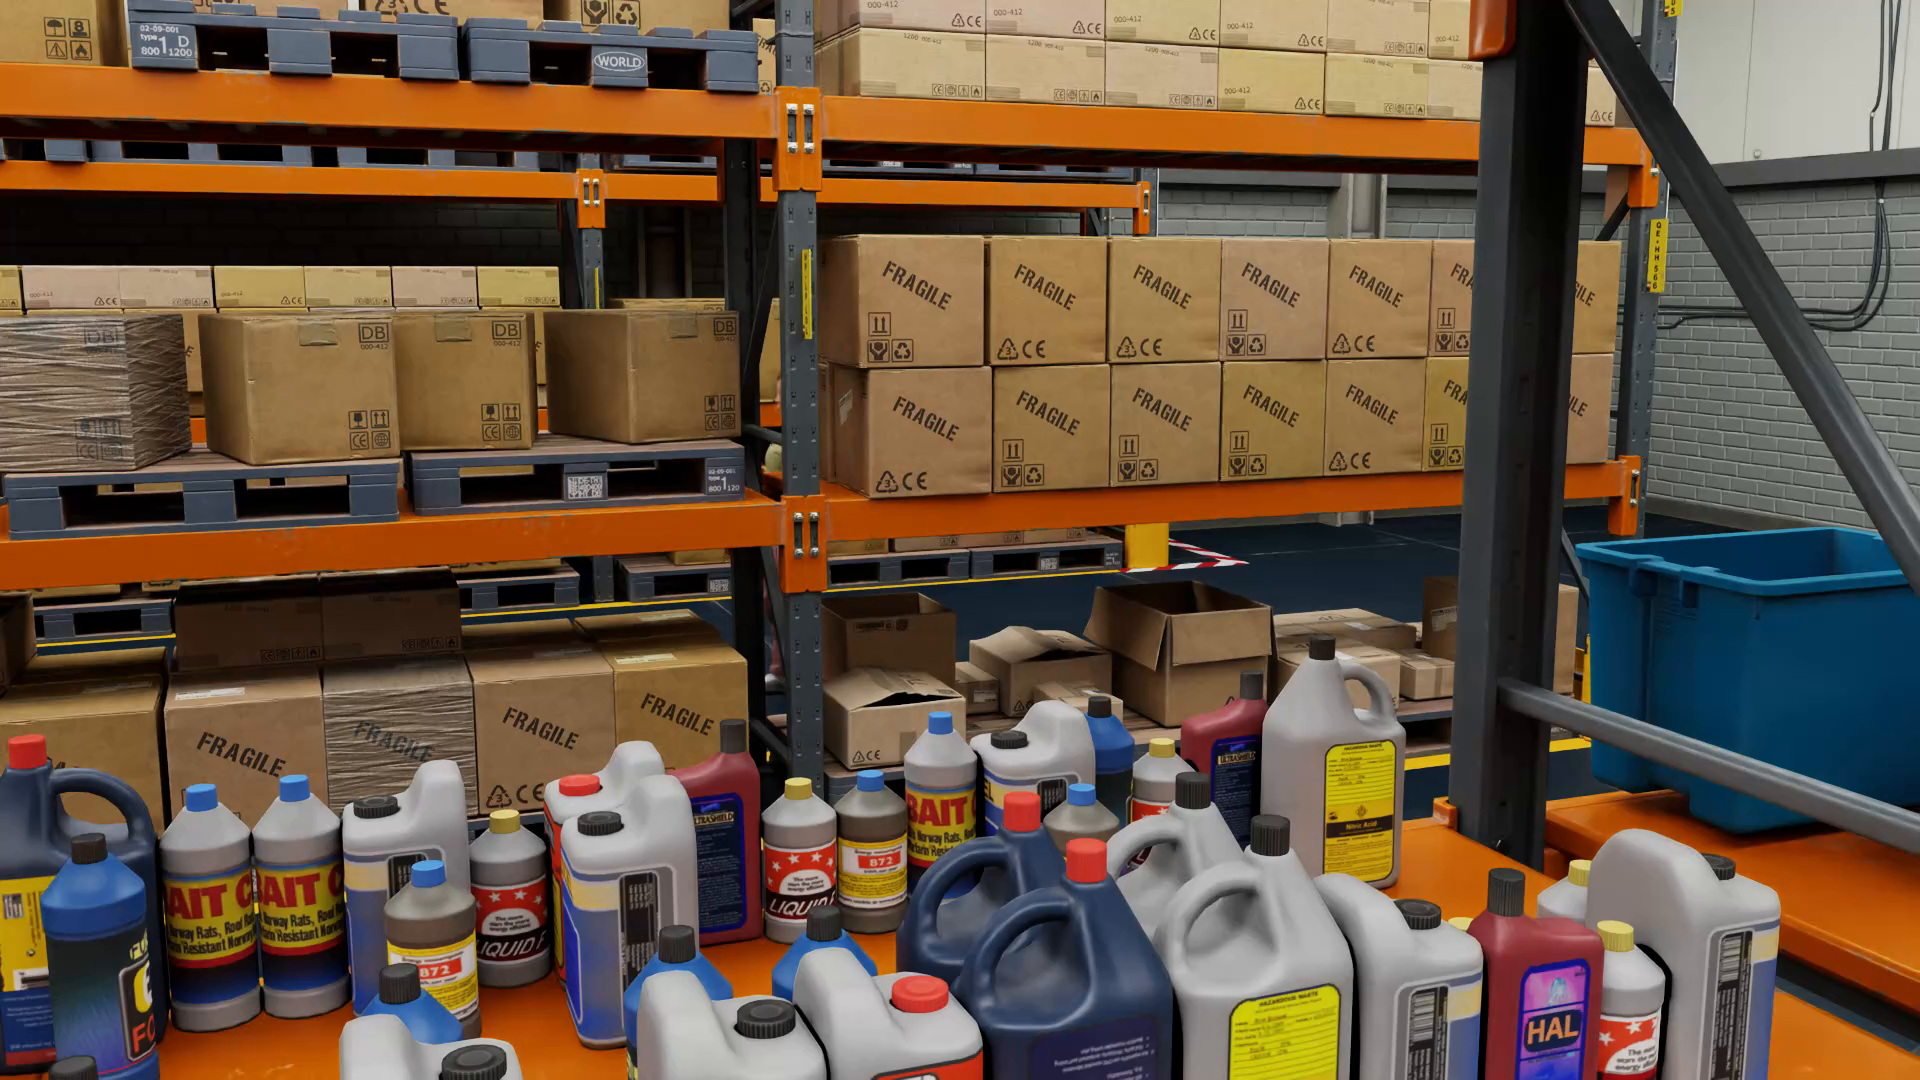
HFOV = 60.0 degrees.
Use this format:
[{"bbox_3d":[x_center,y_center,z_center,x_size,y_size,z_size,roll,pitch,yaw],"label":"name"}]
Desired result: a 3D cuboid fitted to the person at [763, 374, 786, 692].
[{"bbox_3d":[-0.868,-0.033,8.500,0.443,1.683,0.469,-3,9,-19],"label":"person"}]
